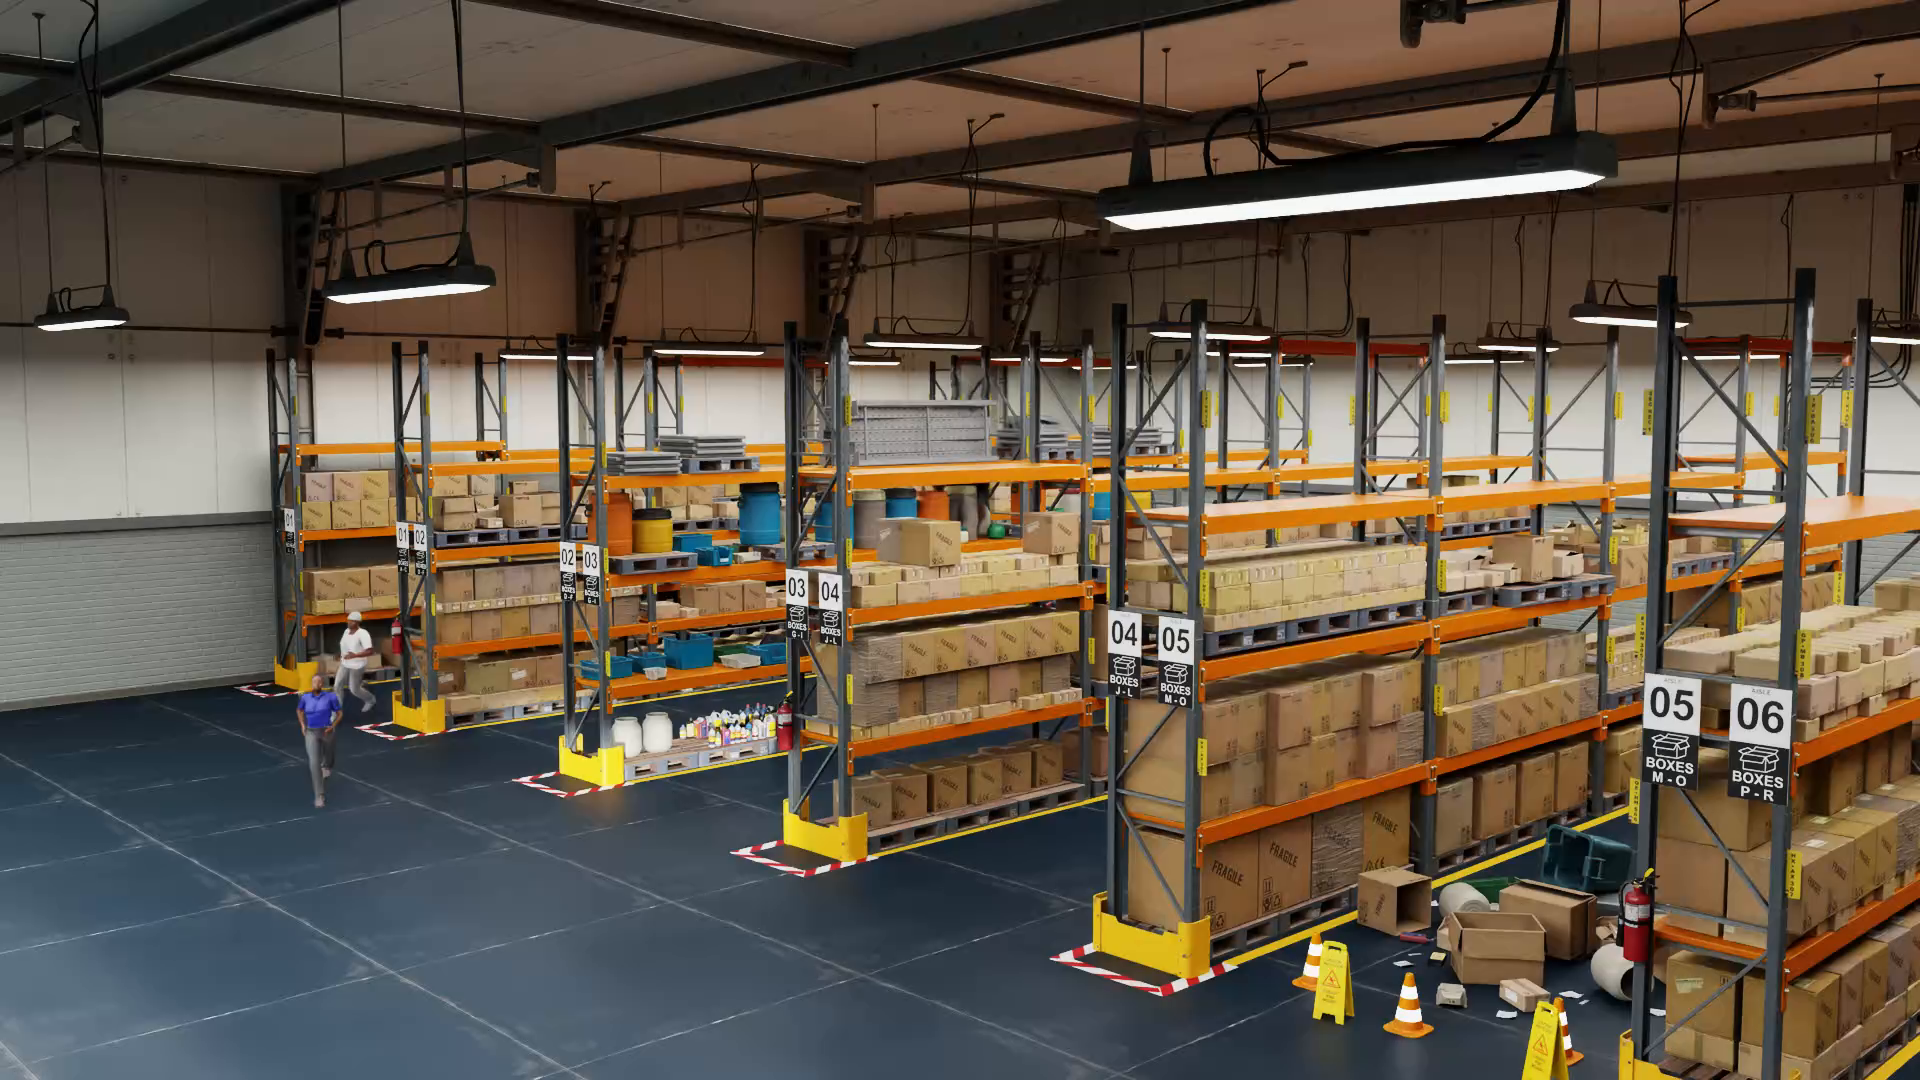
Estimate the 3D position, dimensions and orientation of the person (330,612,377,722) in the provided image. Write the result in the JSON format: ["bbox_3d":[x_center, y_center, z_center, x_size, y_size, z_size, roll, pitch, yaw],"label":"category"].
[{"bbox_3d":[-9.651,2.005,26.531,0.734,1.758,0.913,3,6,29],"label":"person"}]

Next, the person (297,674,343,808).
[{"bbox_3d":[-8.197,2.529,21.330,0.547,1.653,1.057,-2,5,-23],"label":"person"}]
